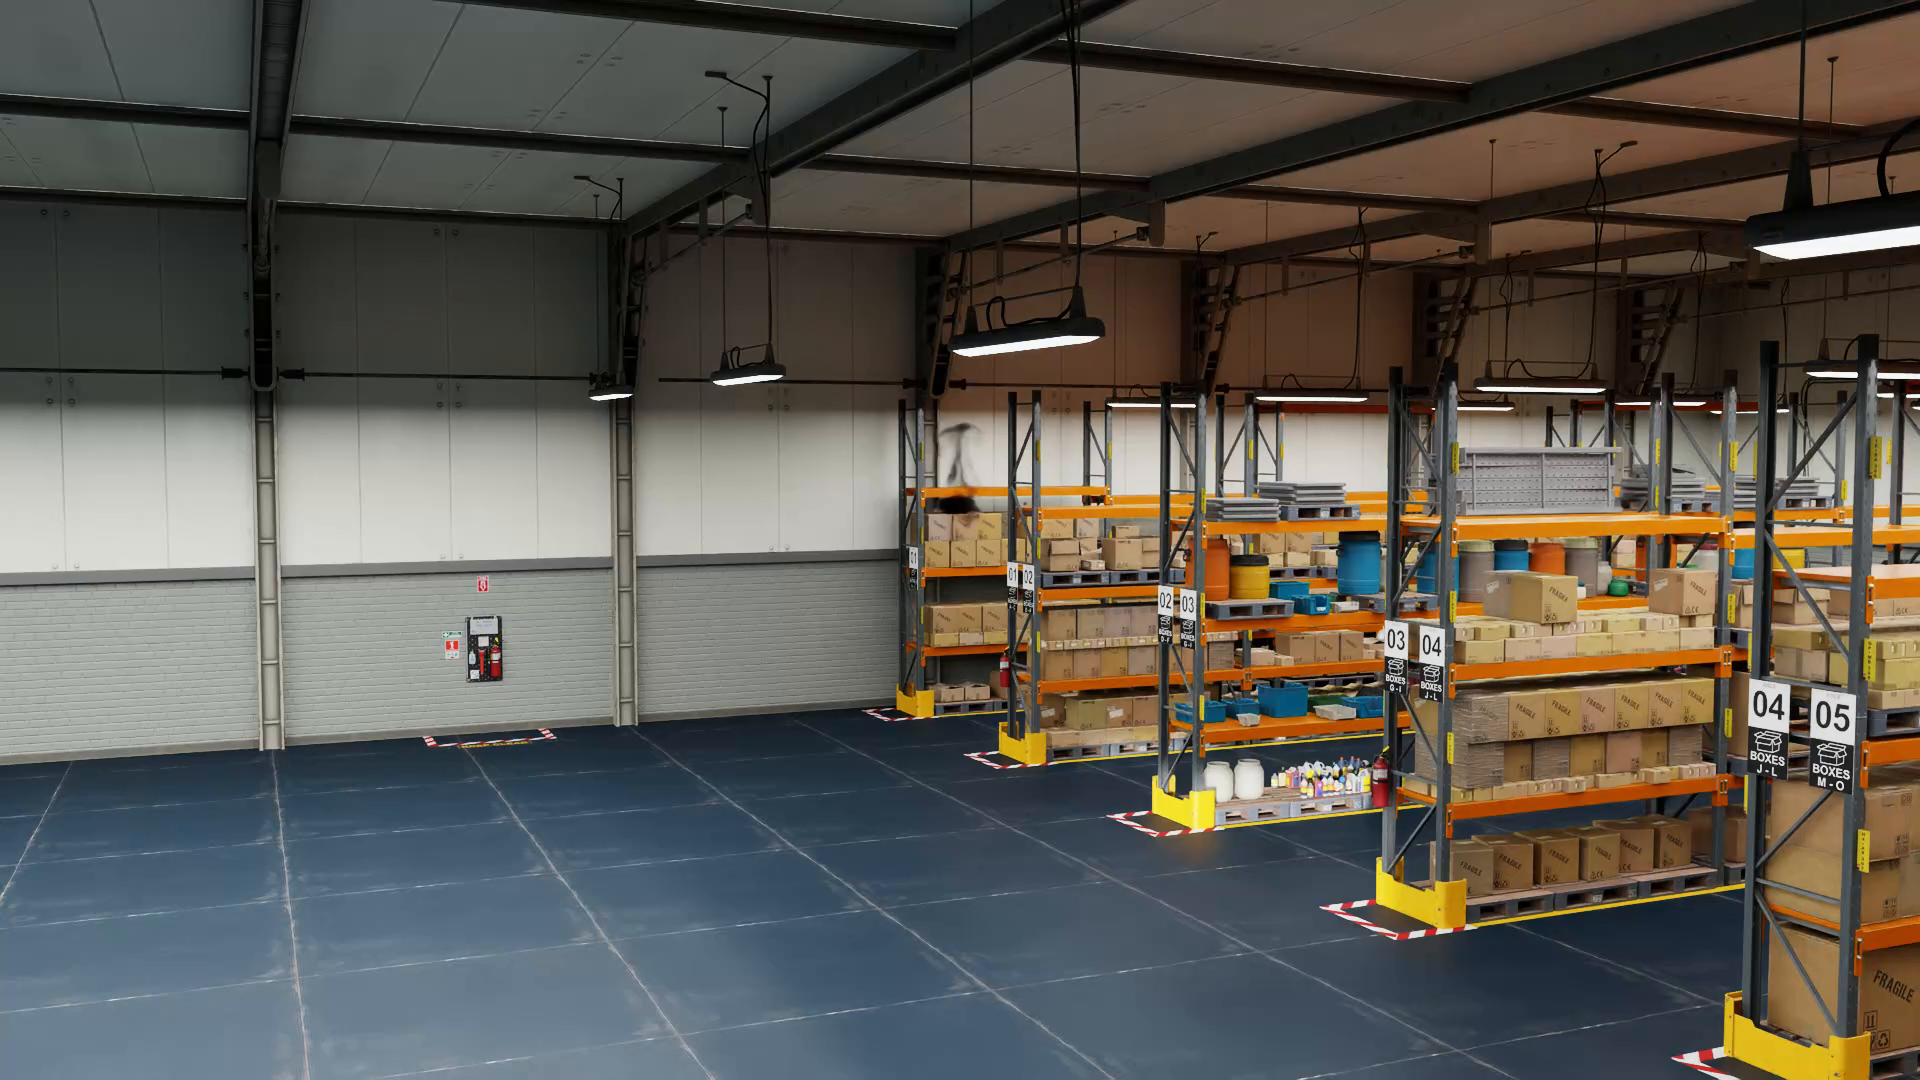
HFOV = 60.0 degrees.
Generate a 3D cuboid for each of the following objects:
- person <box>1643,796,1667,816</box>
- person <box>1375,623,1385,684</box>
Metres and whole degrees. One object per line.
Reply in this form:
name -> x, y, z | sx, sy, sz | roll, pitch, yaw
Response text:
person -> 9.507, 2.993, 22.716 | 0.760, 1.684, 0.669 | -2, 4, -32
person -> 8.637, 2.361, 33.680 | 0.723, 1.654, 0.625 | -2, 4, -33
